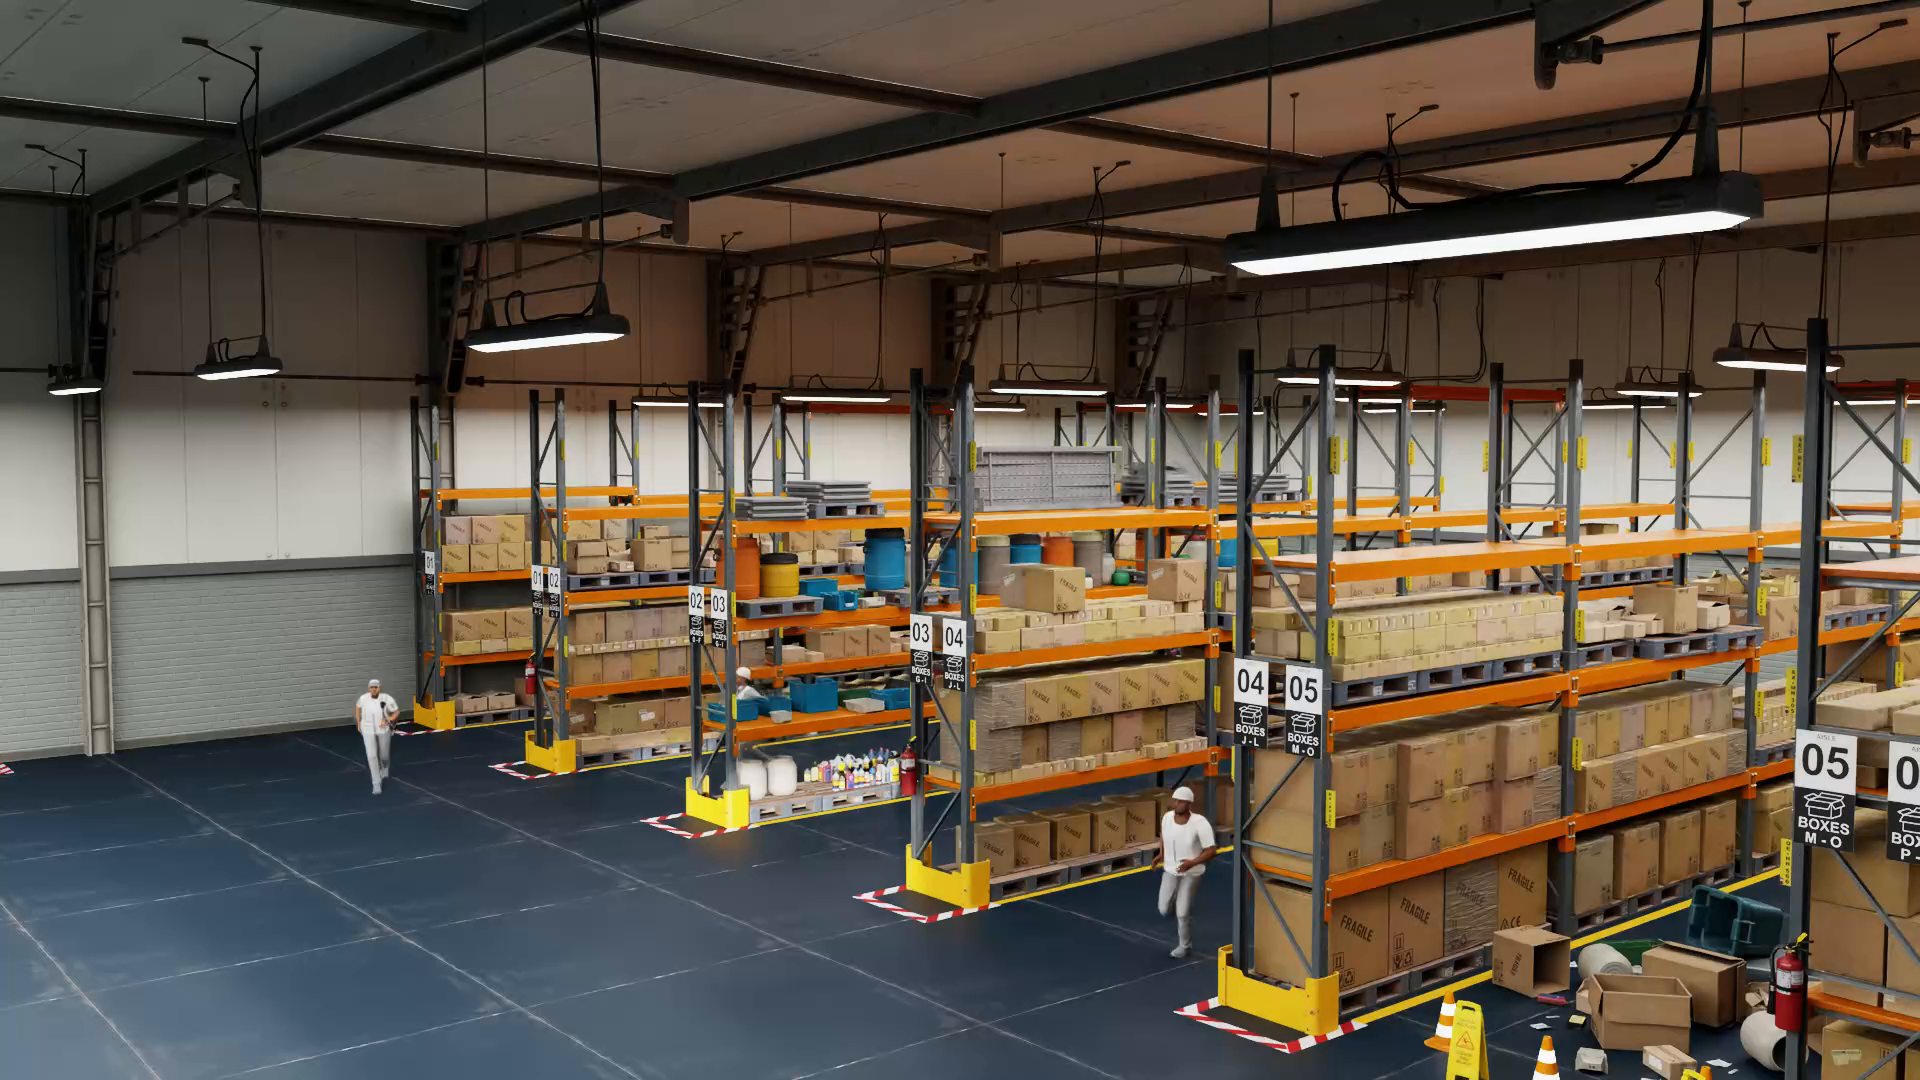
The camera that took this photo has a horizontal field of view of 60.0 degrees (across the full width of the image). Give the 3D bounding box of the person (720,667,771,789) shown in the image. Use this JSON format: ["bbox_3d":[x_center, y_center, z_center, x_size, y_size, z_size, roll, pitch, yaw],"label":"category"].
[{"bbox_3d":[-3.192,2.802,25.026,0.967,1.792,0.668,-2,4,-32],"label":"person"}]

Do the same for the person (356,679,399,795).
[{"bbox_3d":[-8.684,2.884,24.789,0.625,1.668,0.967,-1,3,-13],"label":"person"}]

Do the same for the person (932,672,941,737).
[{"bbox_3d":[-0.243,2.856,26.916,0.760,1.467,0.569,-2,4,-33],"label":"person"}]

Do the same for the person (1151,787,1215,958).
[{"bbox_3d":[2.229,3.327,16.695,0.702,1.721,0.606,3,4,38],"label":"person"}]
